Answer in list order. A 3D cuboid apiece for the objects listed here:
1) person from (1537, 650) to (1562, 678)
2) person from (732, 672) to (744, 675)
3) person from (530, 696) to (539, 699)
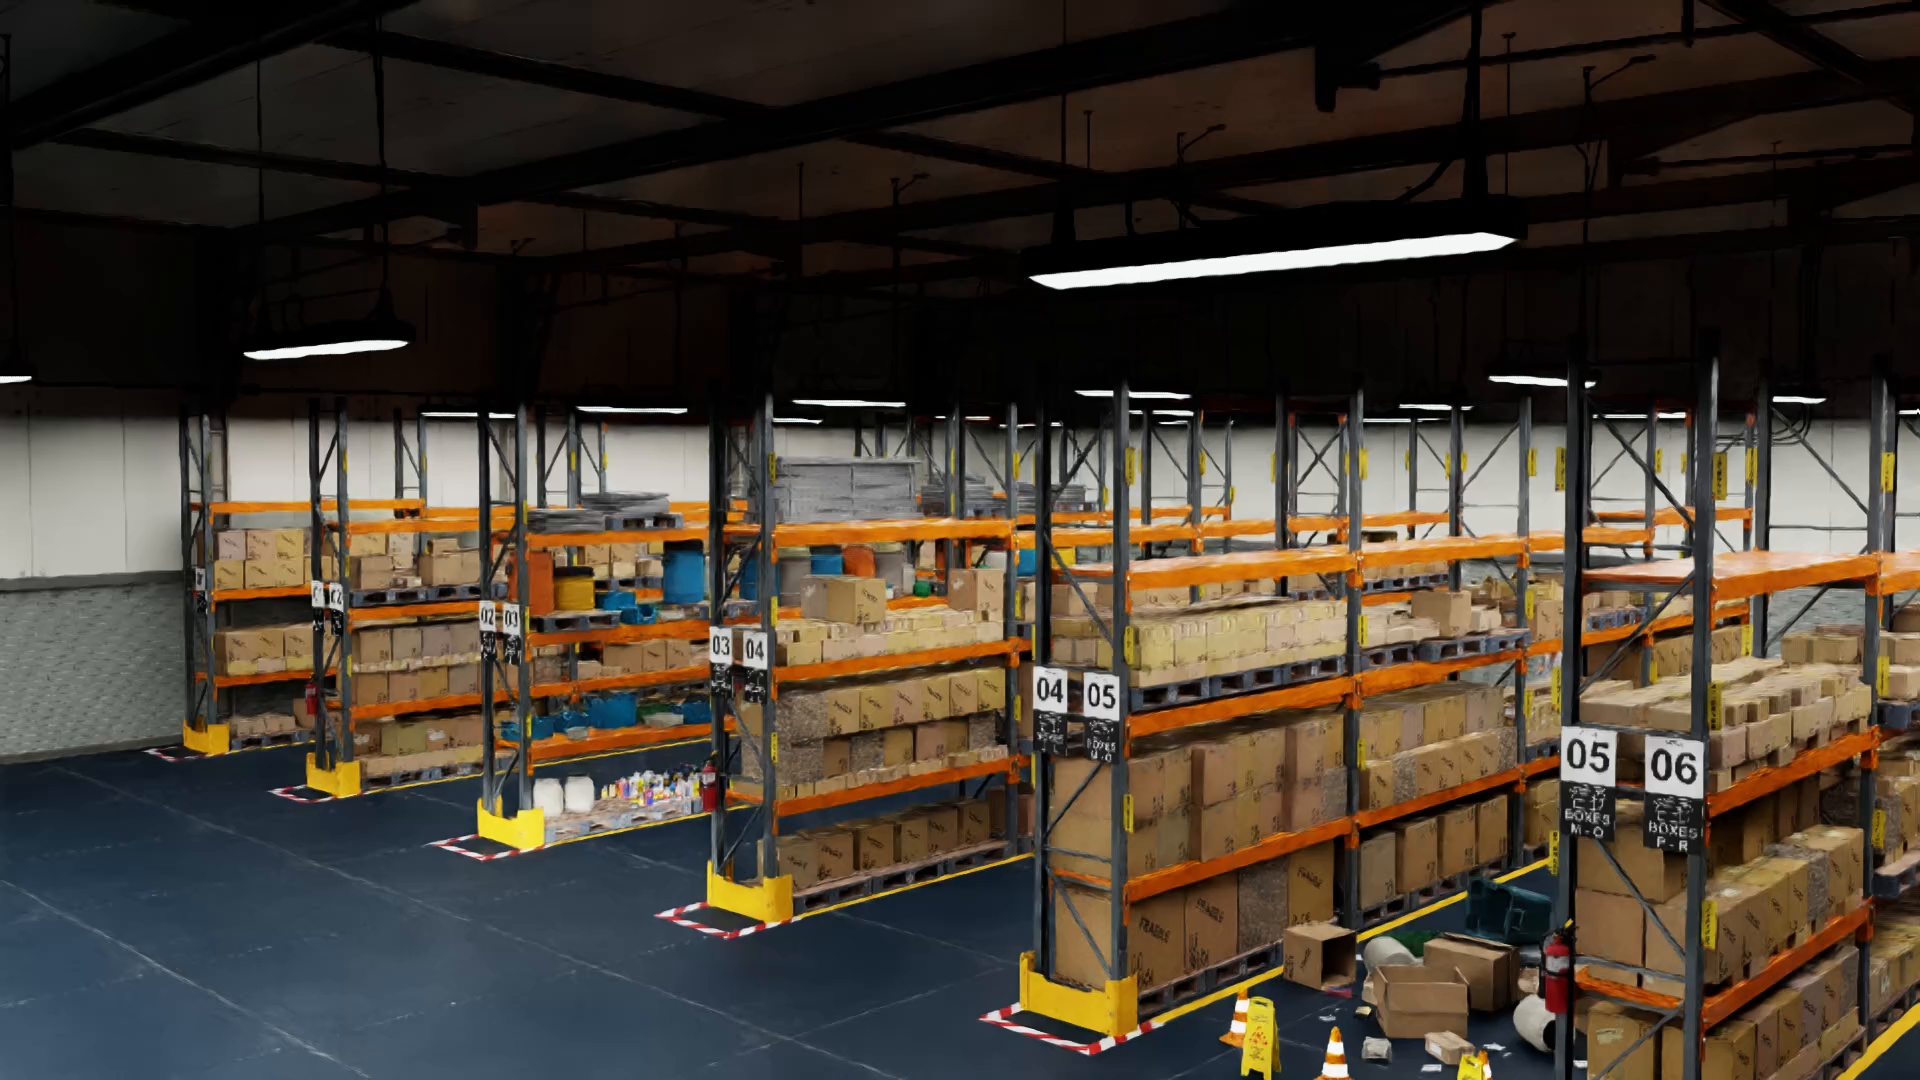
[{"bbox_3d":[11.237,2.669,31.342,0.782,1.712,0.688,-3,4,-41],"label":"person"},{"bbox_3d":[-4.525,2.588,33.526,0.445,1.590,1.091,3,4,41],"label":"person"},{"bbox_3d":[-8.226,2.570,31.910,0.468,1.794,0.625,1,3,20],"label":"person"}]
